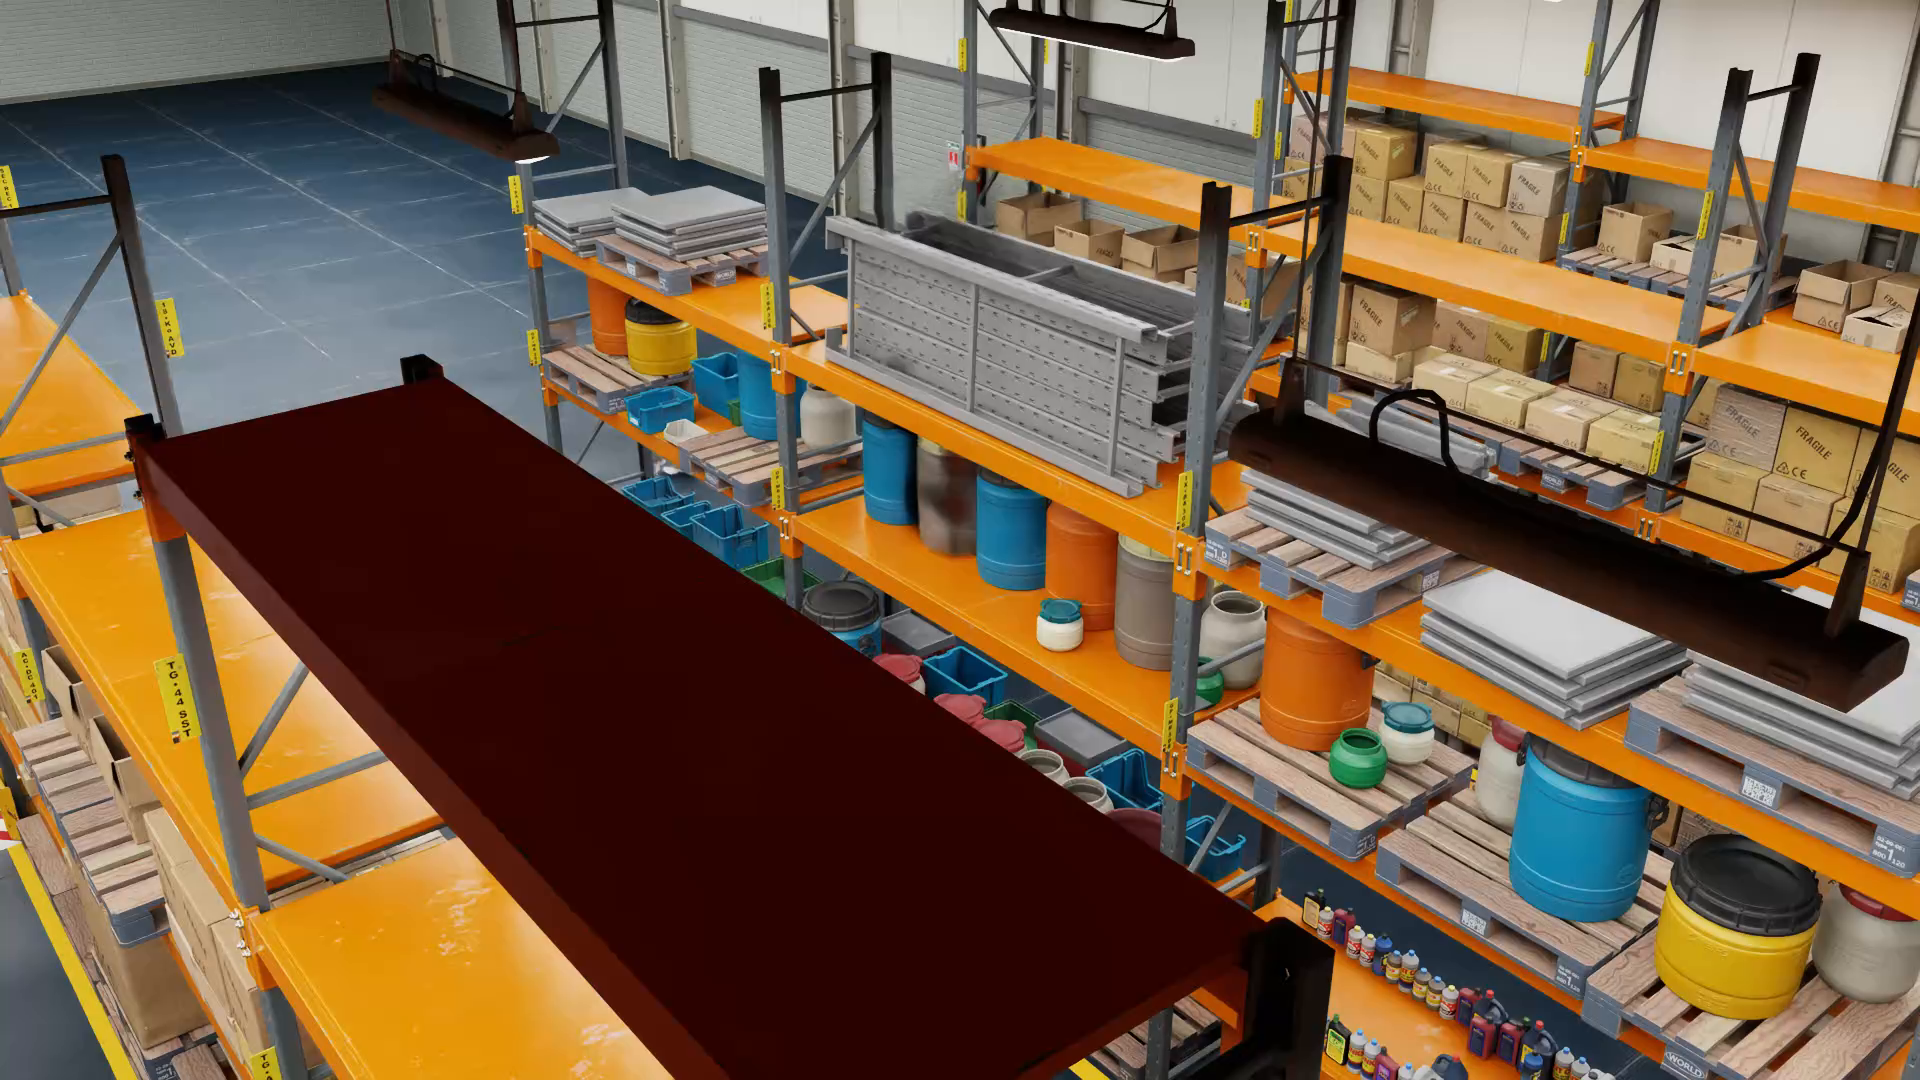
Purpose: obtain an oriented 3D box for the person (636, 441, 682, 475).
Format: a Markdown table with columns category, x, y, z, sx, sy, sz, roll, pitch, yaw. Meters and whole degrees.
| category | x | y | z | sx | sy | sz | roll | pitch | yaw |
| --- | --- | --- | --- | --- | --- | --- | --- | --- | --- |
| person | -3.576 | -1.490 | 19.460 | 0.697 | 1.695 | 0.538 | -4 | 26 | -8 |
